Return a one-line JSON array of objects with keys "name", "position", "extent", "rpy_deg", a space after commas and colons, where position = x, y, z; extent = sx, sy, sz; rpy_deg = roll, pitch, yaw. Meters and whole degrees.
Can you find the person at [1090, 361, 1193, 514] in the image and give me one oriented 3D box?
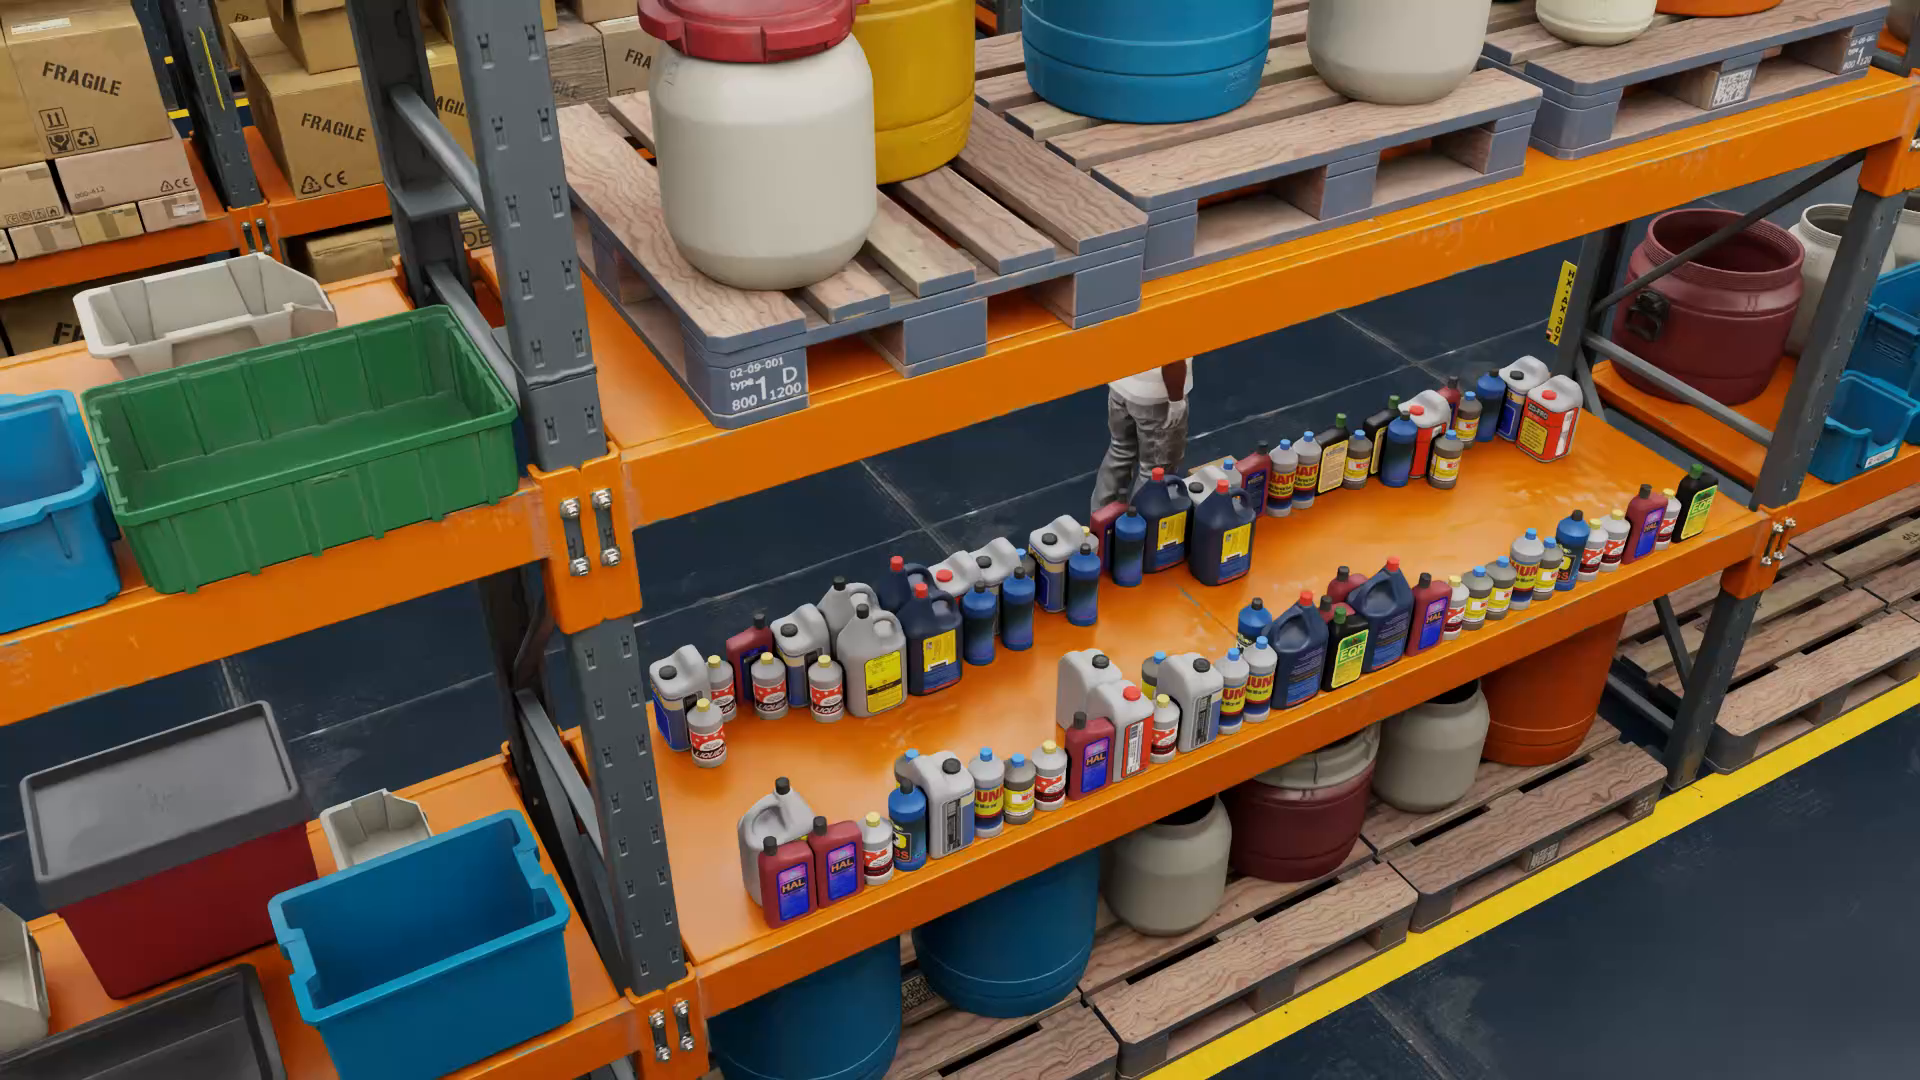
[{"name": "person", "position": [0.777, -0.696, 7.025], "extent": [0.349, 1.718, 0.542], "rpy_deg": [-18, 40, -23]}]
